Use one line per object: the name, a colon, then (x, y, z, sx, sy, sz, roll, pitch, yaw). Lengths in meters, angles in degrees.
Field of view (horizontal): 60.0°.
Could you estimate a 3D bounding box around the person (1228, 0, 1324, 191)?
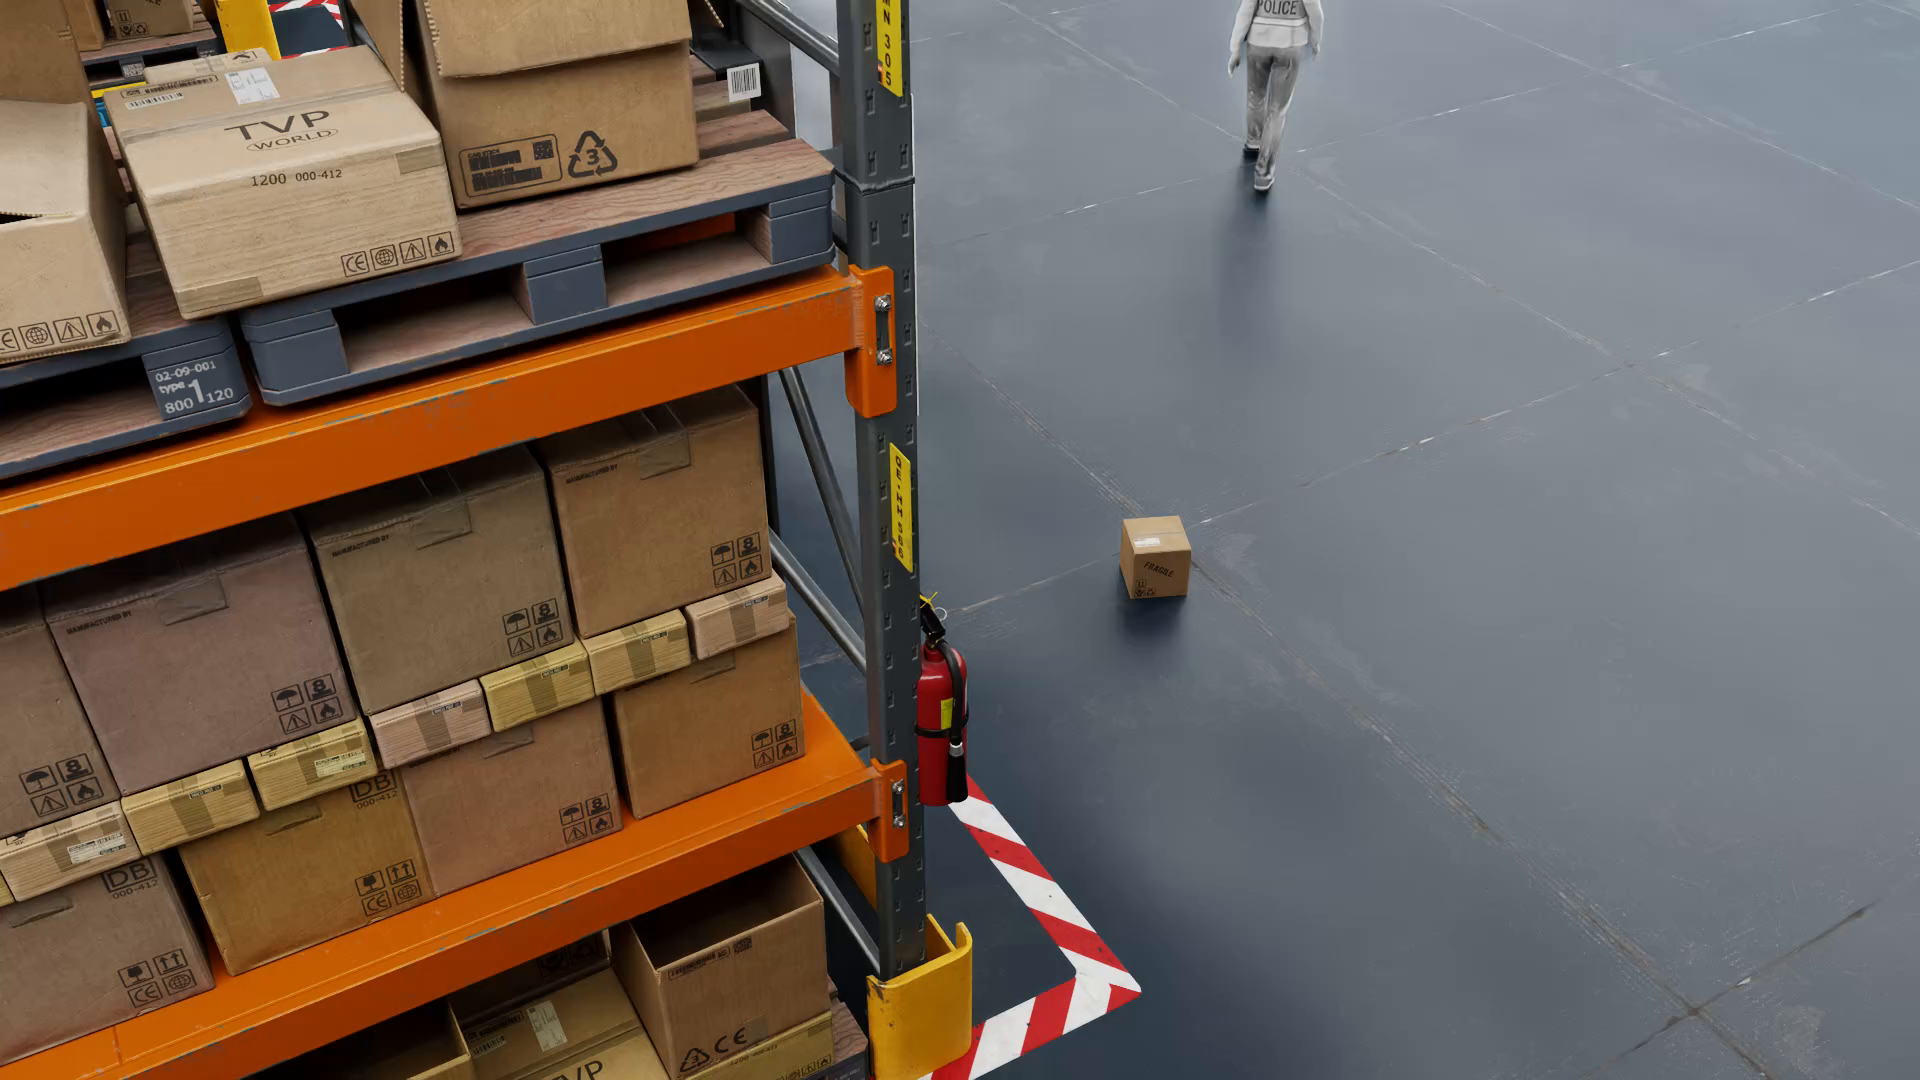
person: (1.950, -3.053, 10.155, 0.520, 1.657, 0.869, 12, 39, 16)
